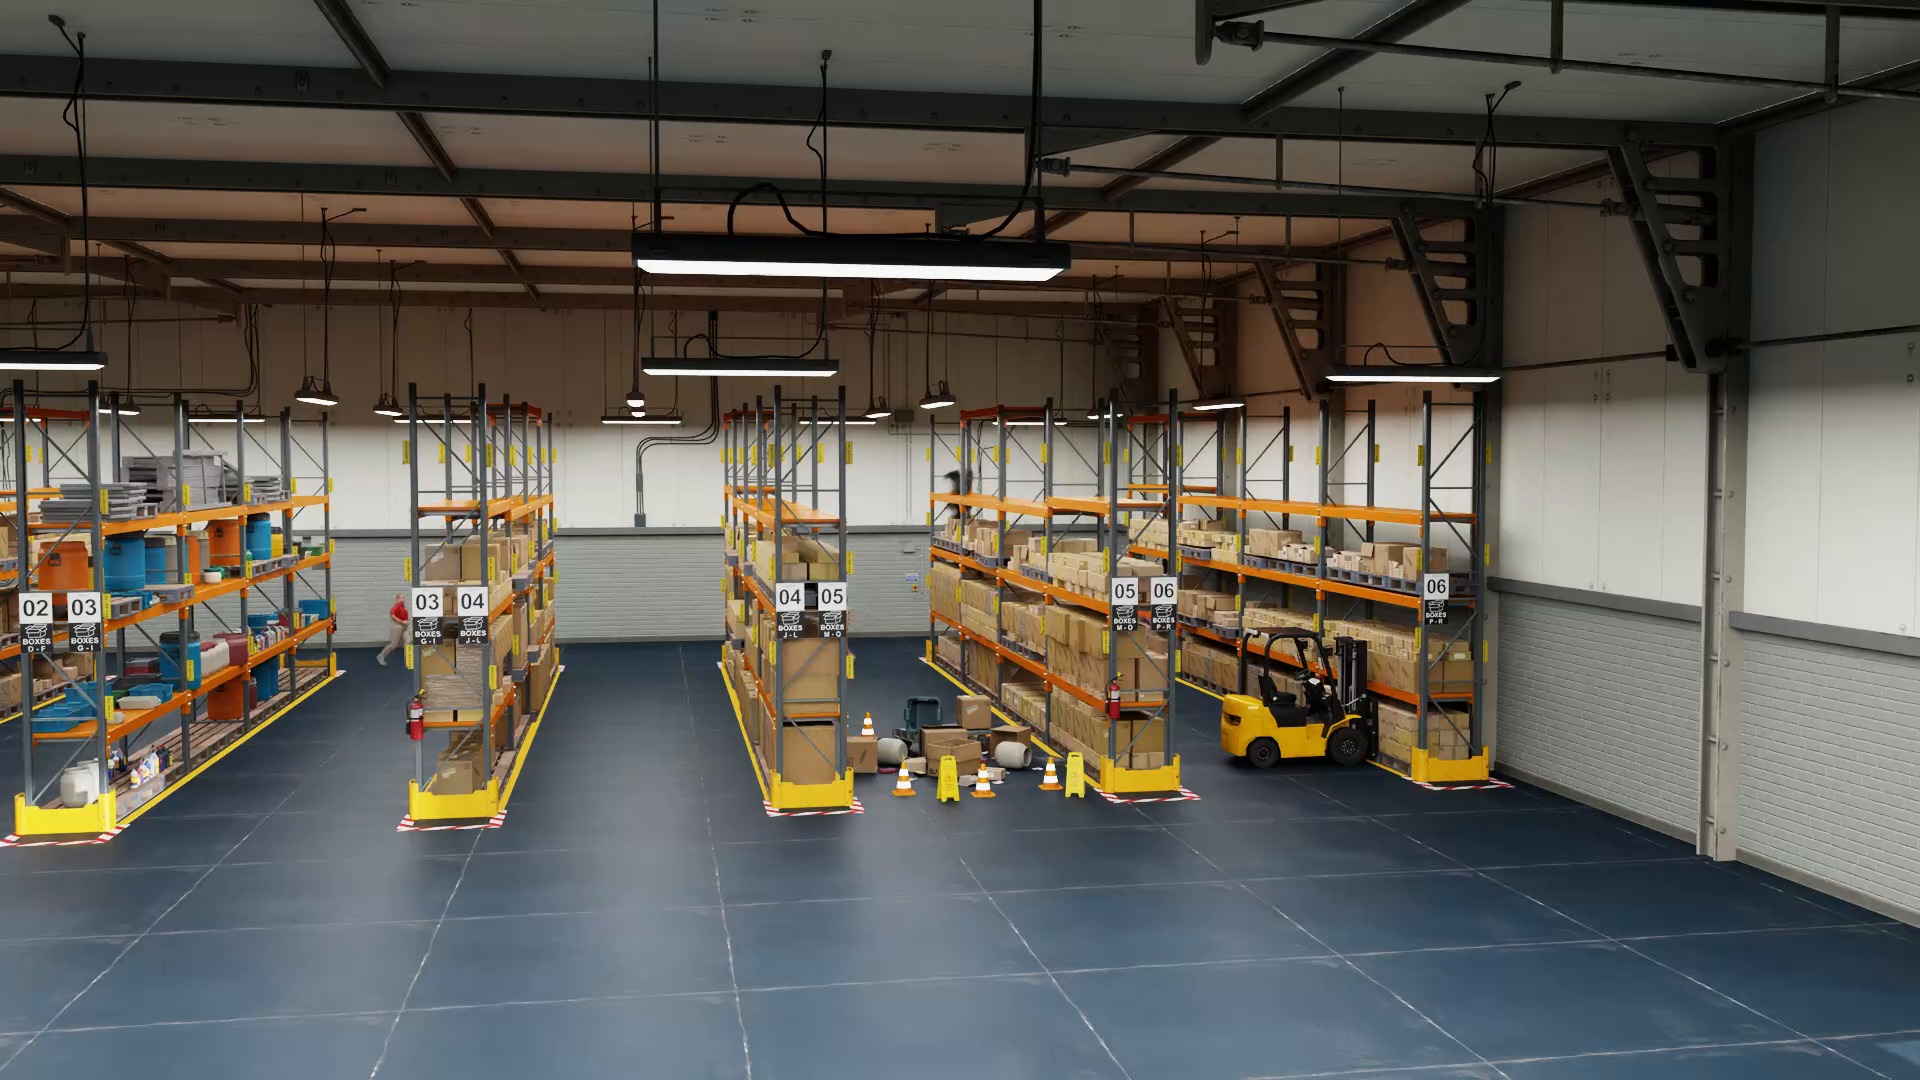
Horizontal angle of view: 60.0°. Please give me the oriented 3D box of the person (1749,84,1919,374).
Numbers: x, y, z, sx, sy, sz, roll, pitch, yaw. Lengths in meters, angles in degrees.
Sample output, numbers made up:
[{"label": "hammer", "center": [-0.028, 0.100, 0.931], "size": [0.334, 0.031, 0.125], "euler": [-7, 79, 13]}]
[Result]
[{"label": "person", "center": [7.214, -0.799, 25.335], "size": [1.077, 8.961, 22.421], "euler": [-1, 3, -21]}]

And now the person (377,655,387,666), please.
[{"label": "person", "center": [-13.275, 2.840, 39.357], "size": [1.031, 0.285, 0.332], "euler": [0, 3, 3]}]

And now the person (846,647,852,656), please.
[{"label": "person", "center": [-2.971, 2.198, 40.125], "size": [0.565, 1.307, 0.845], "euler": [-3, 4, -42]}]
